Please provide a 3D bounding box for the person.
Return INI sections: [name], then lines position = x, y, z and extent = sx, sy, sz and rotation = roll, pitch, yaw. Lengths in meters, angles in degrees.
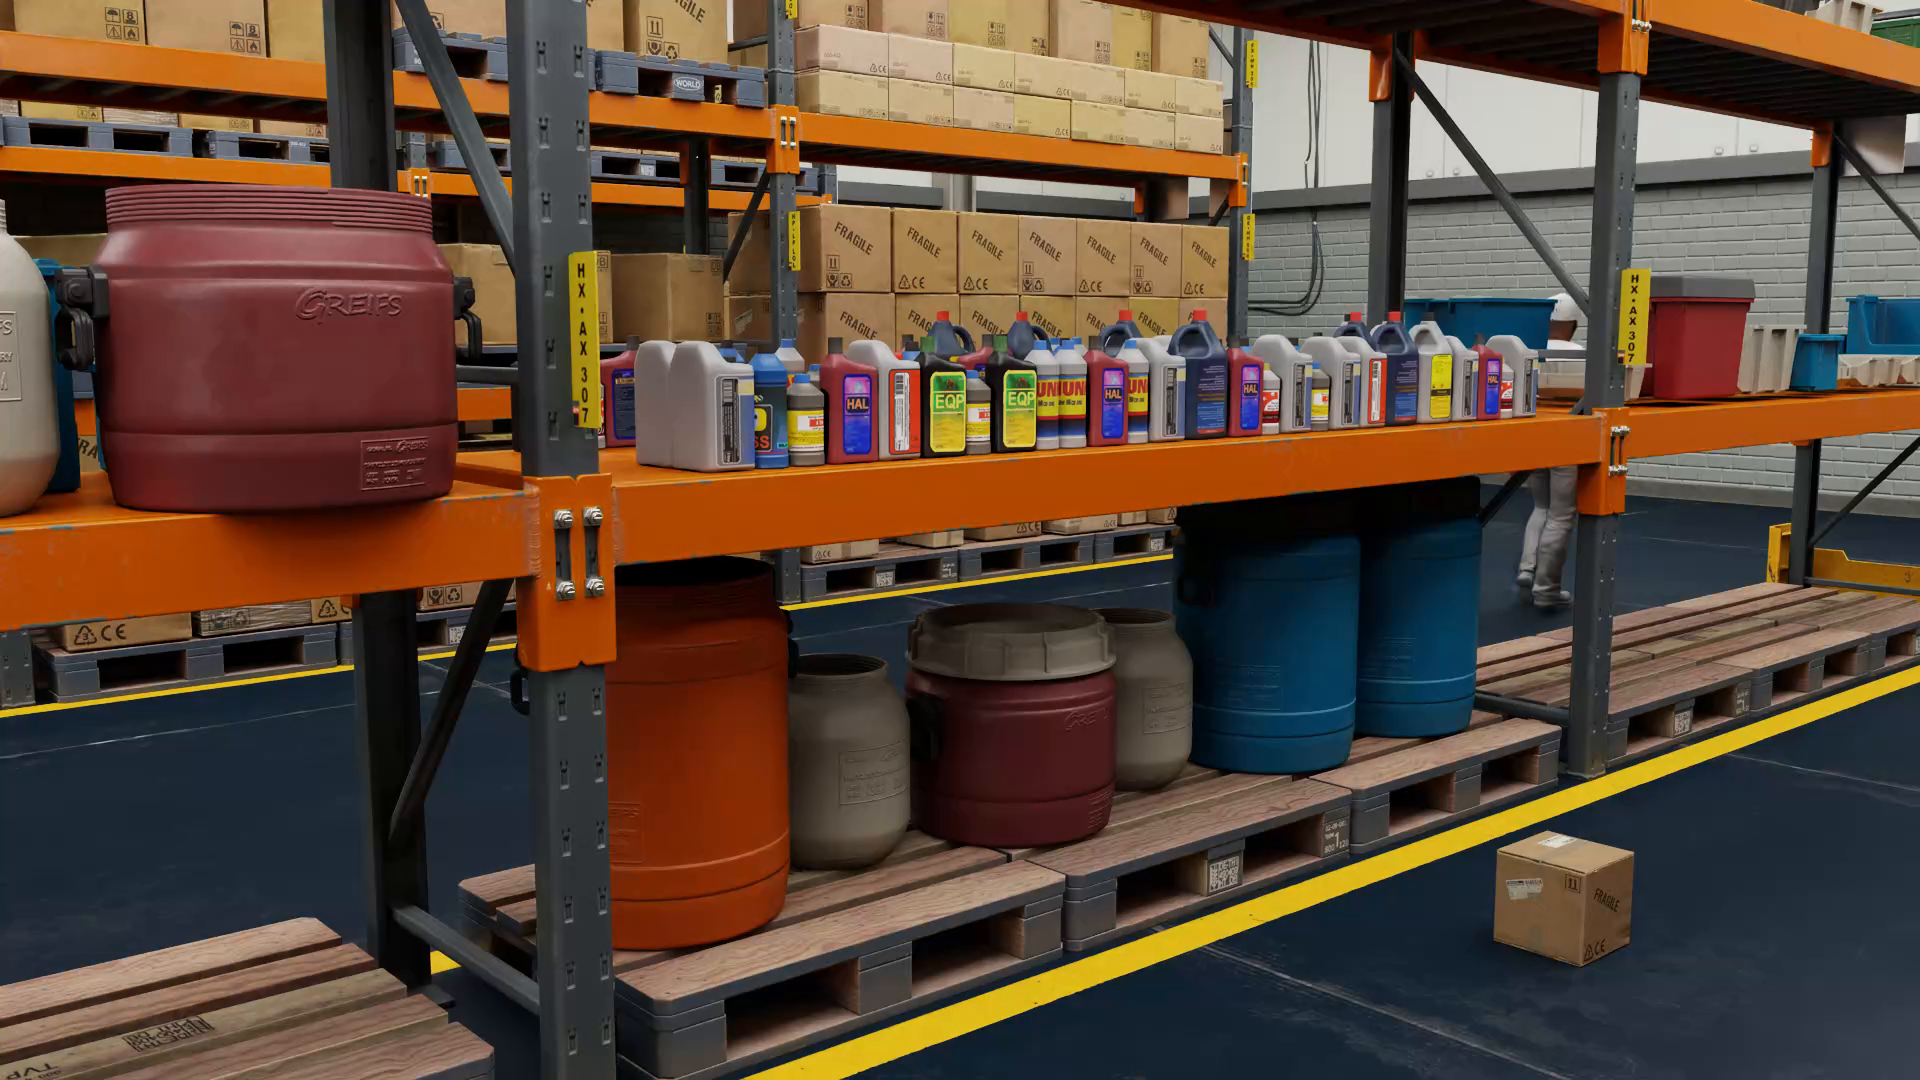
[person]
position = 3.402, -0.487, 9.420
extent = 0.471, 1.801, 0.566
rotation = -6, 10, -40
